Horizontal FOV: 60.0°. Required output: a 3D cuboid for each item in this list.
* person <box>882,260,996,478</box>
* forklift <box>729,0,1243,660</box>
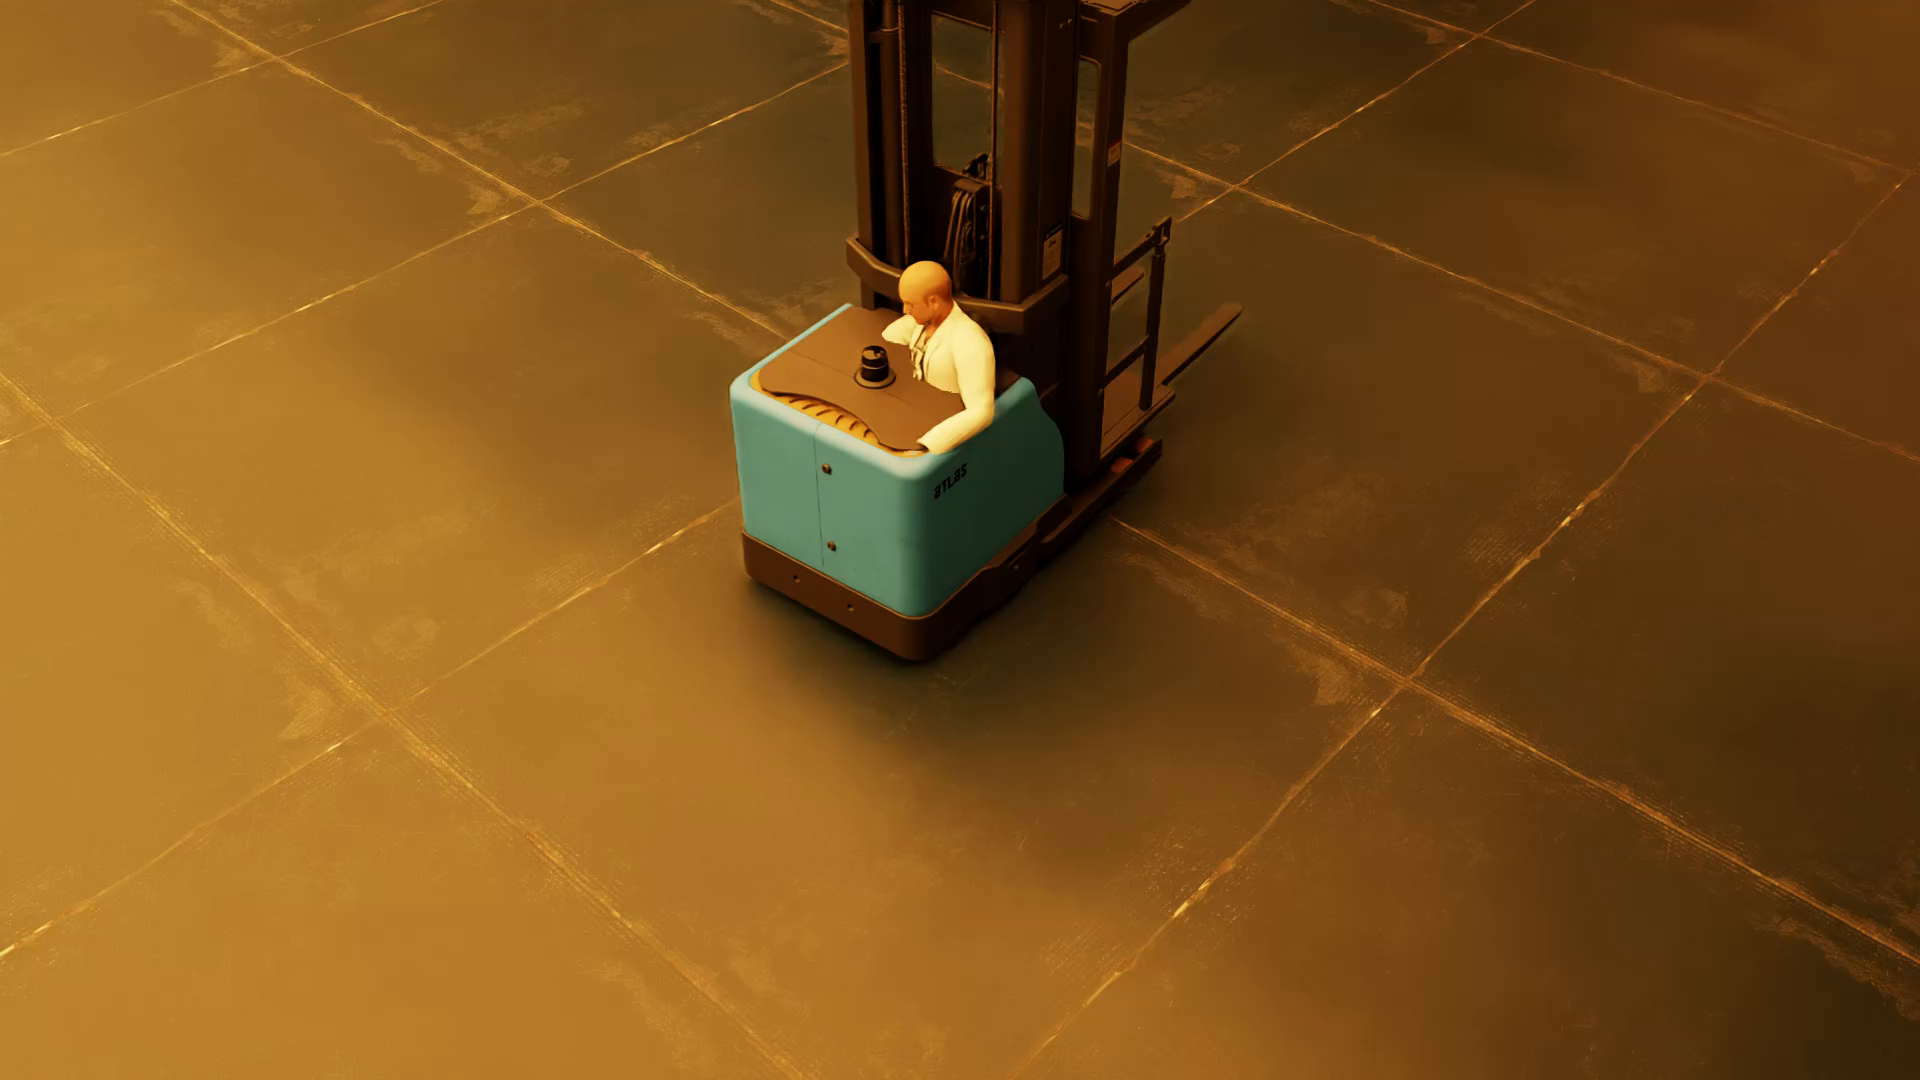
[{"bbox_3d":[-0.248,-0.402,6.944,0.786,1.563,0.980,-16,43,-18],"label":"person"},{"bbox_3d":[0.322,-1.518,7.197,1.130,2.935,3.031,26,47,27],"label":"forklift"}]
